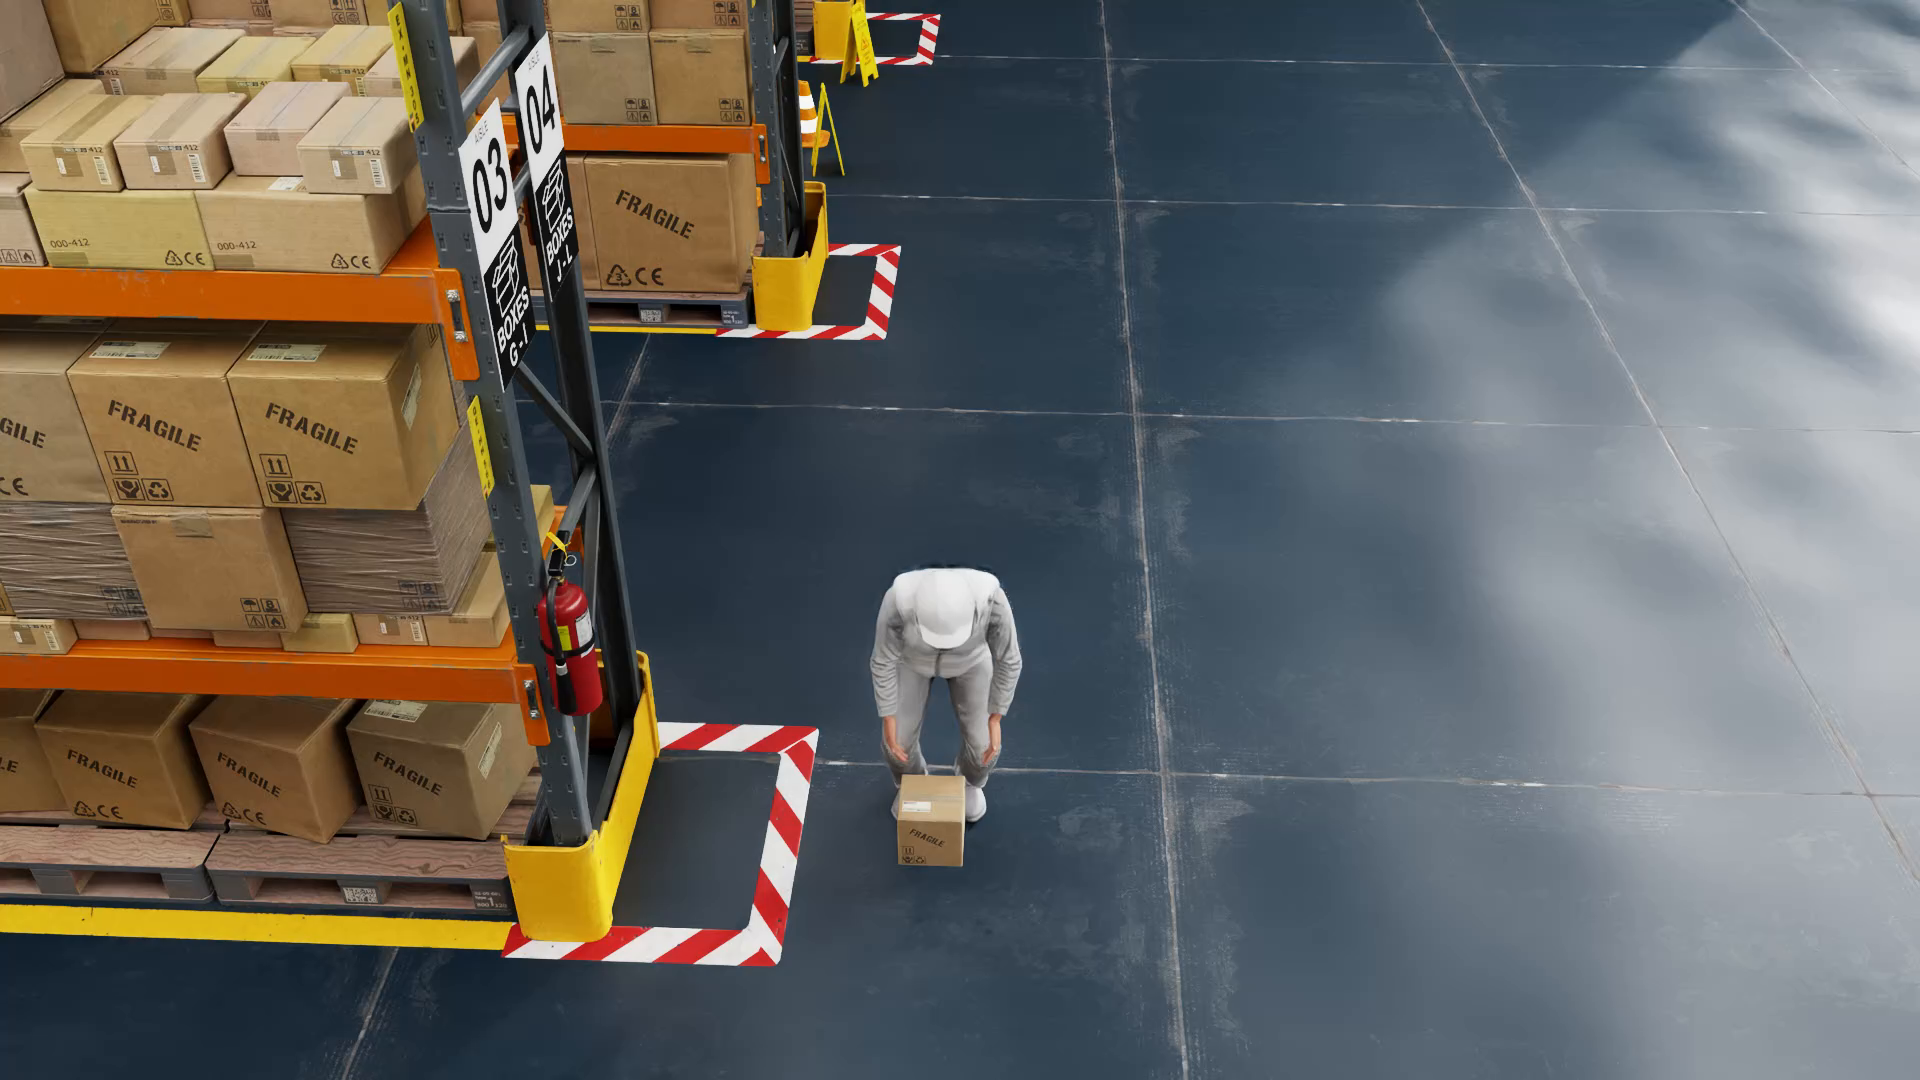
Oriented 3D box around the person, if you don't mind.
[{"bbox_3d":[-0.051,0.557,6.620,0.592,1.422,0.768,1,35,2],"label":"person"}]
